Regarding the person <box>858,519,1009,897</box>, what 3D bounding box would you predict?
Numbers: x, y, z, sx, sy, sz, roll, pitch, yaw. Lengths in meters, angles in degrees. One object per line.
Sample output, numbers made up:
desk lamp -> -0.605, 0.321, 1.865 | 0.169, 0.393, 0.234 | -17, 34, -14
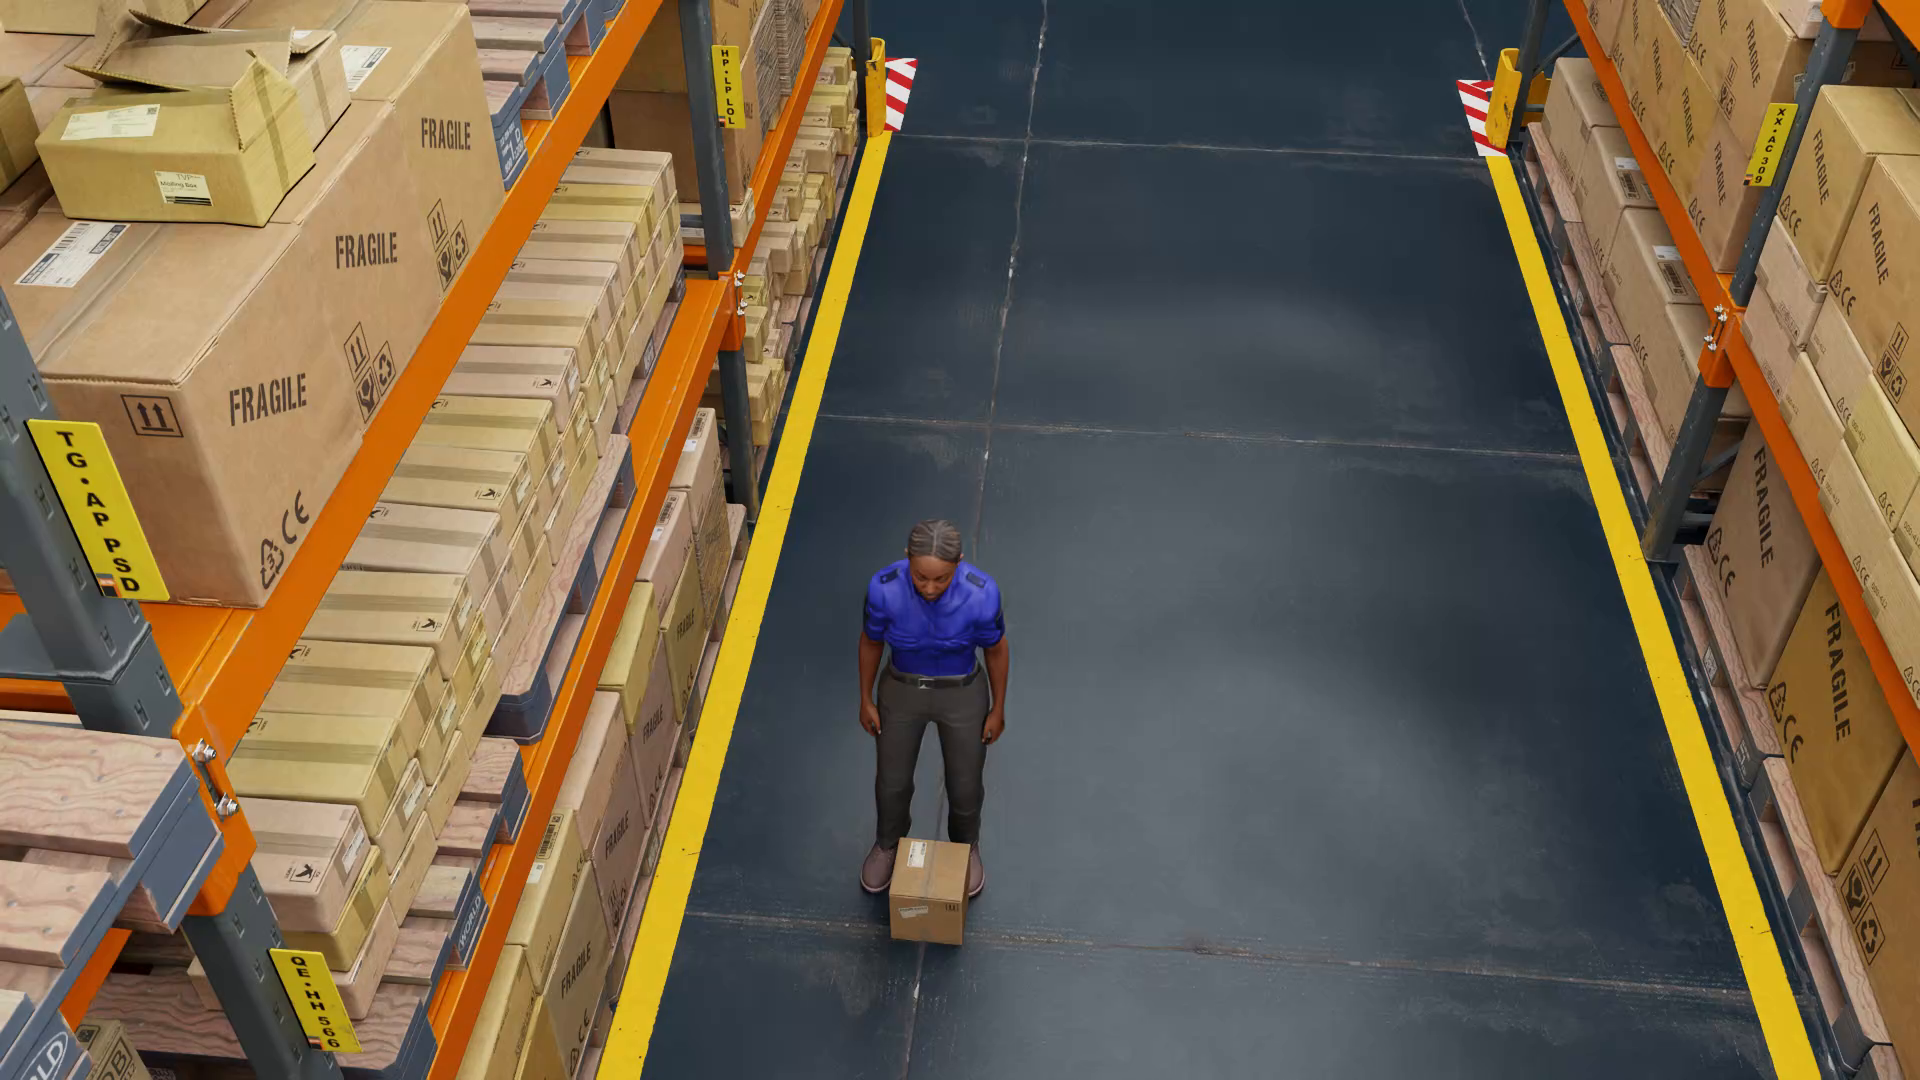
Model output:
person -> -0.097, 0.546, 5.527 | 0.509, 1.640, 0.350 | 3, 40, 4
